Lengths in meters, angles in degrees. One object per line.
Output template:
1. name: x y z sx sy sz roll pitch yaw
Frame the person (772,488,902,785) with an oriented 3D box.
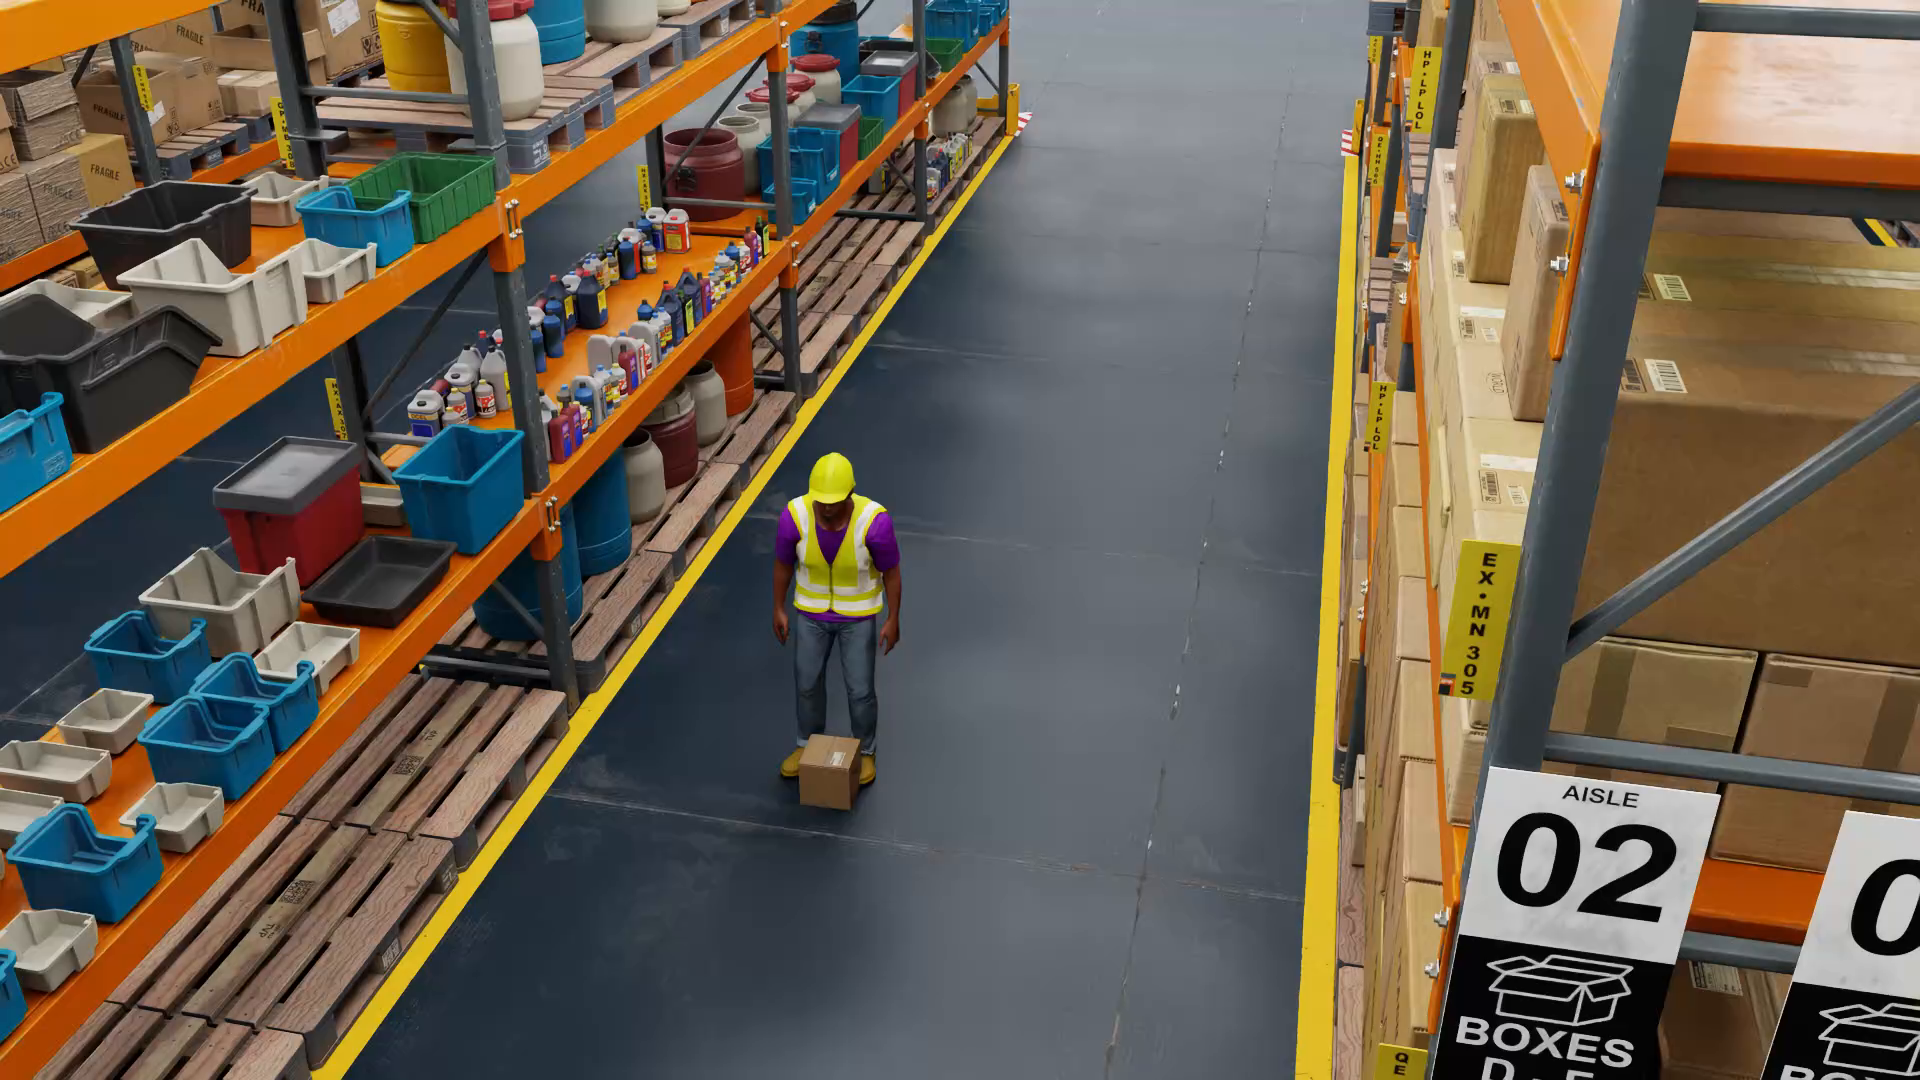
1. person: -12.401 -2.347 5.344 23.604 9.002 6.255 5 29 8
